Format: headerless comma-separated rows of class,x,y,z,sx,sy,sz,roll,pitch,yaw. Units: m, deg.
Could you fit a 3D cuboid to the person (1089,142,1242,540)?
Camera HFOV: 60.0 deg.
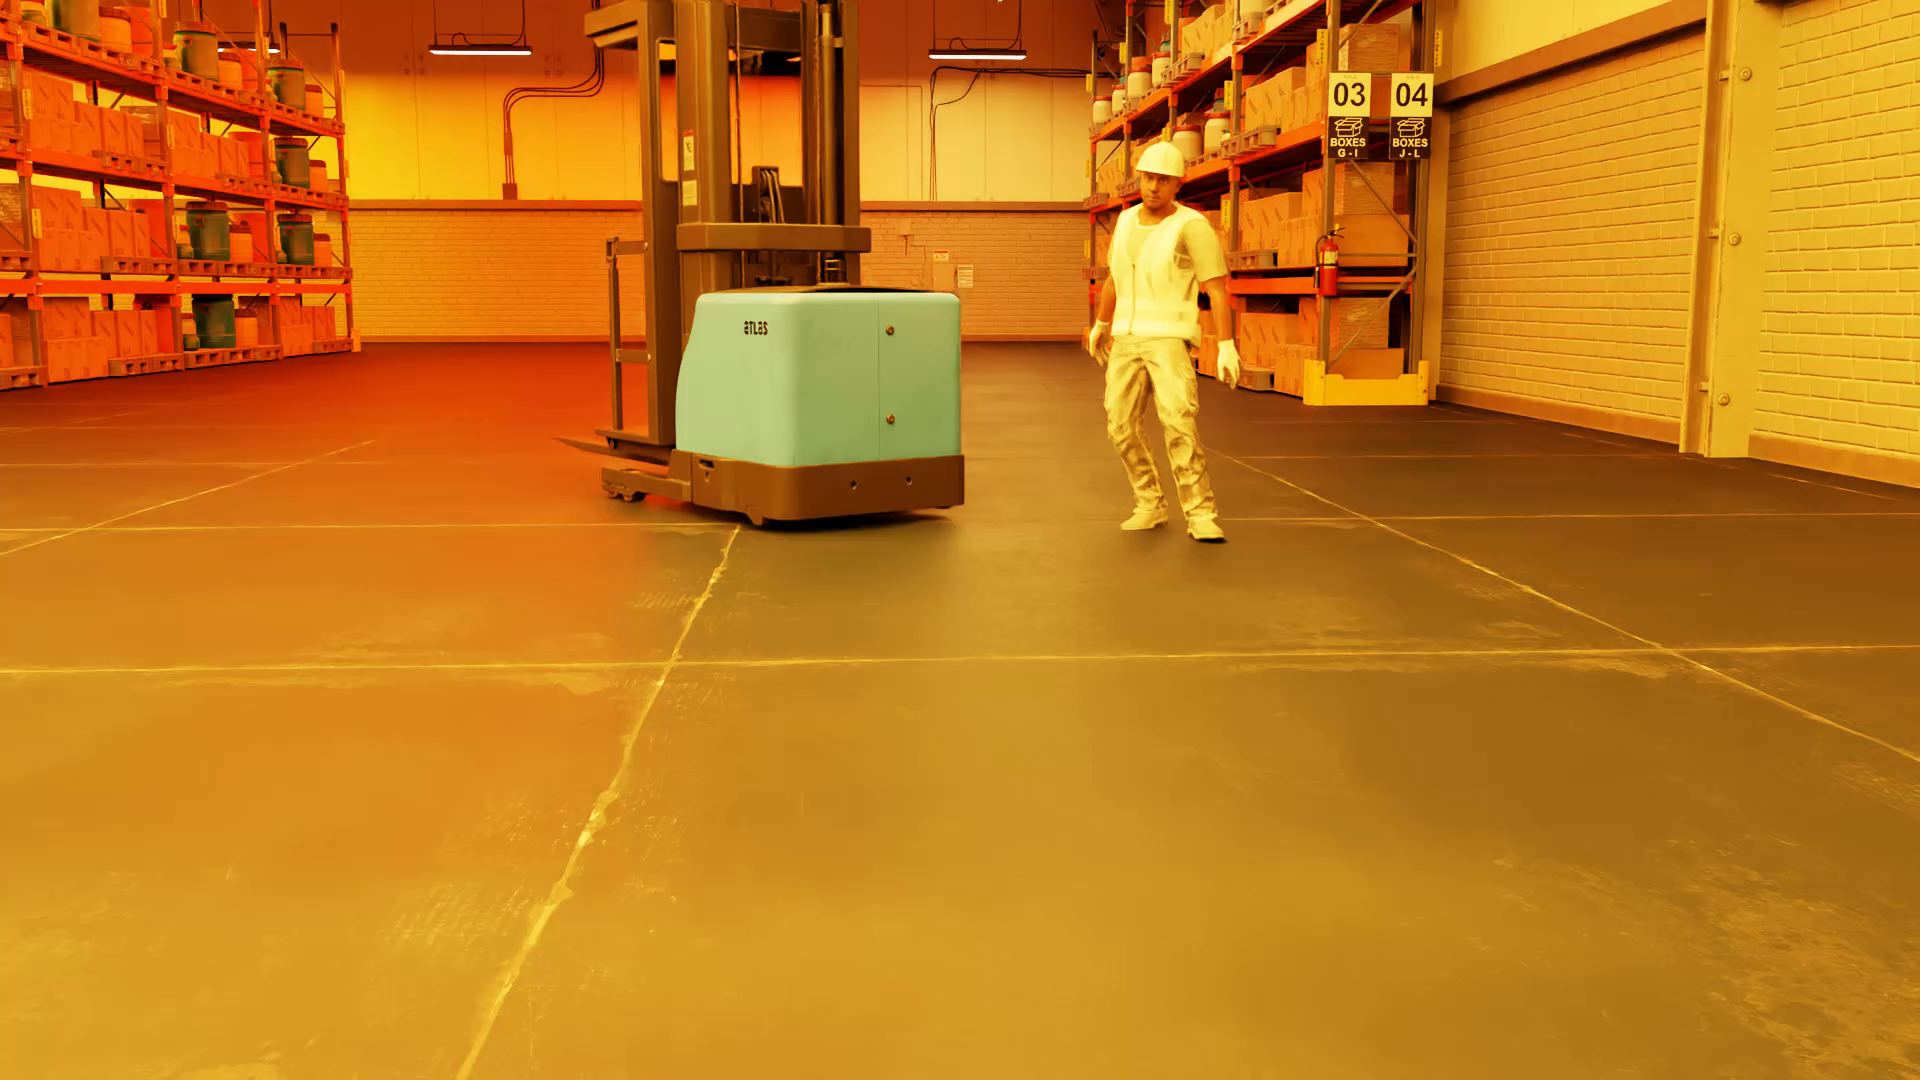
person,0.880,-0.880,7.464,0.464,1.747,0.902,-7,11,-40

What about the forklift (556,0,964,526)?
forklift,-1.247,-1.685,8.681,1.130,2.935,3.031,-6,10,-35
